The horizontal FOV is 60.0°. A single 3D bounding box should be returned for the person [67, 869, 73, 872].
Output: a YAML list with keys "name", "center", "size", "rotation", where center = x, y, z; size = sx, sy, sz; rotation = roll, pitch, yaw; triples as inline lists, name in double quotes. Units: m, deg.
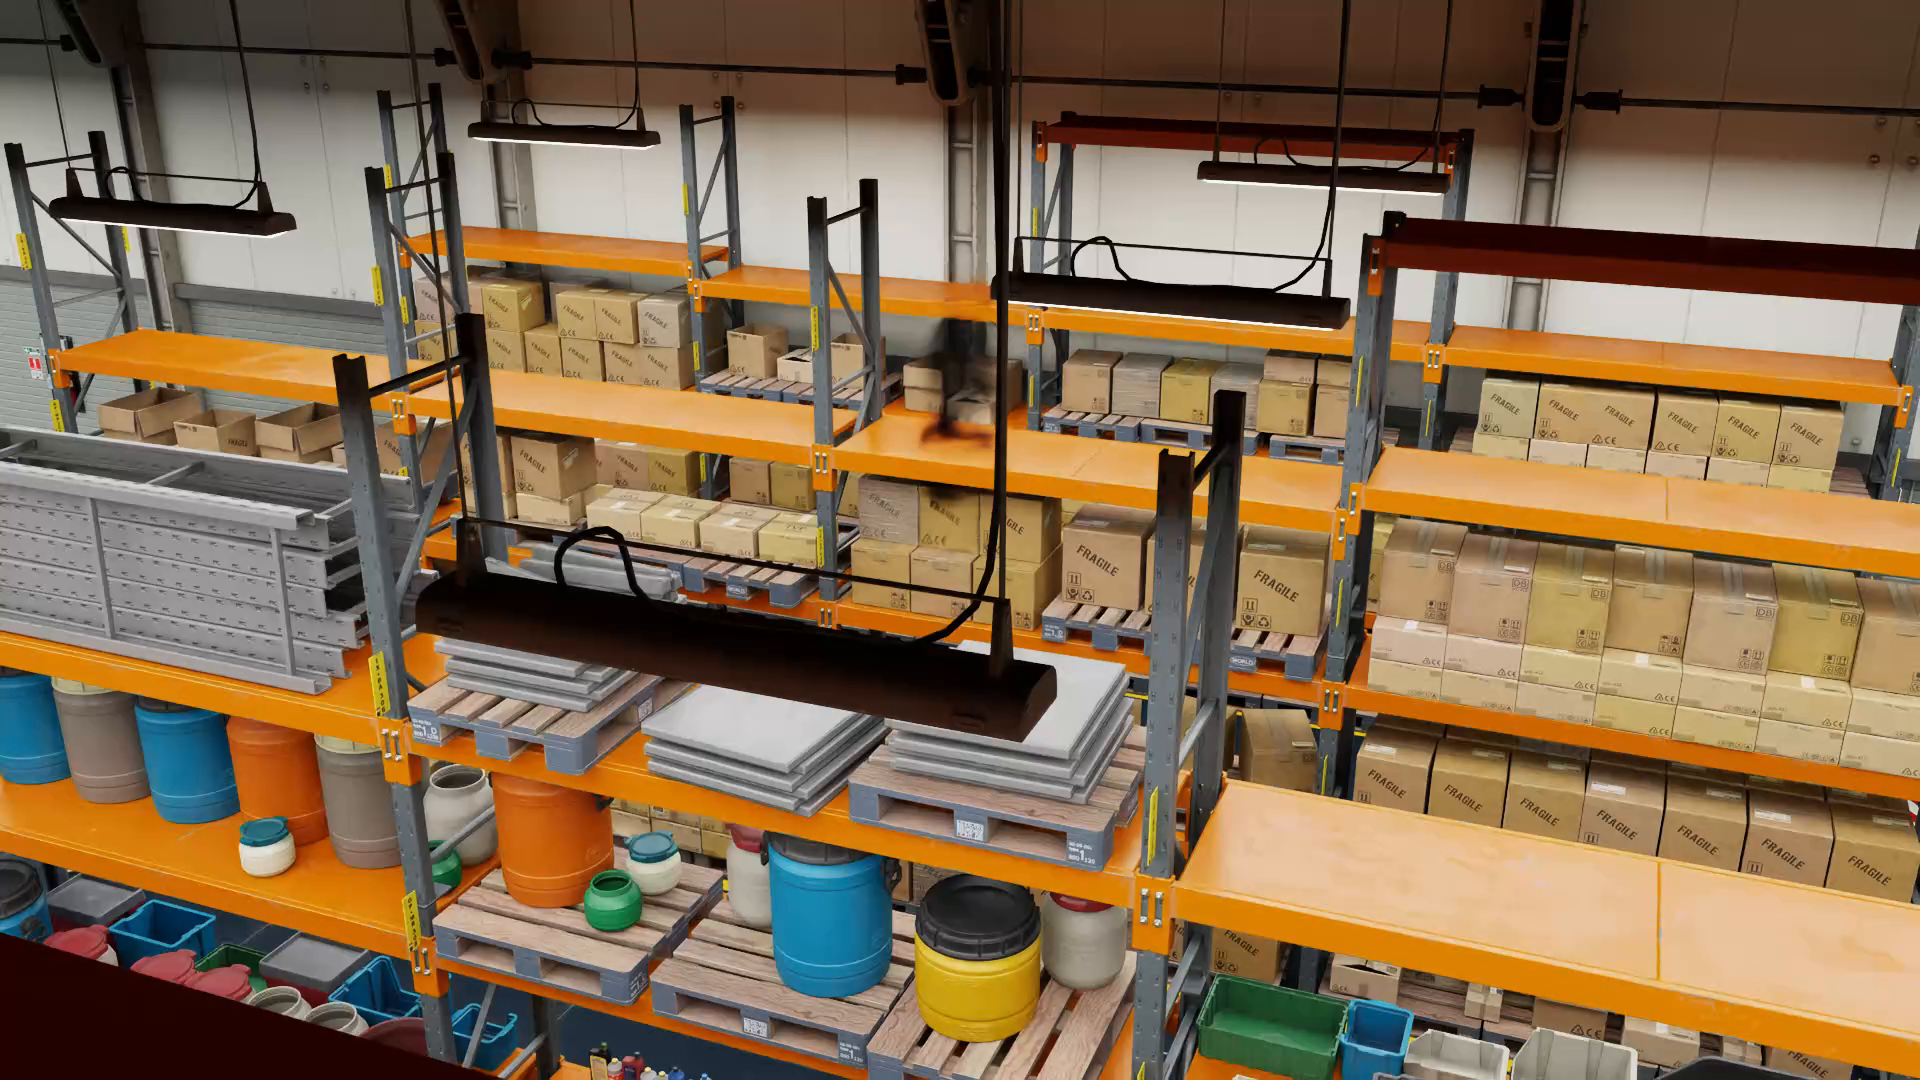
- name: "person"
  center: [-8.097, 2.231, 14.429]
  size: [0.661, 1.521, 0.525]
  rotation: [1, 21, 3]
